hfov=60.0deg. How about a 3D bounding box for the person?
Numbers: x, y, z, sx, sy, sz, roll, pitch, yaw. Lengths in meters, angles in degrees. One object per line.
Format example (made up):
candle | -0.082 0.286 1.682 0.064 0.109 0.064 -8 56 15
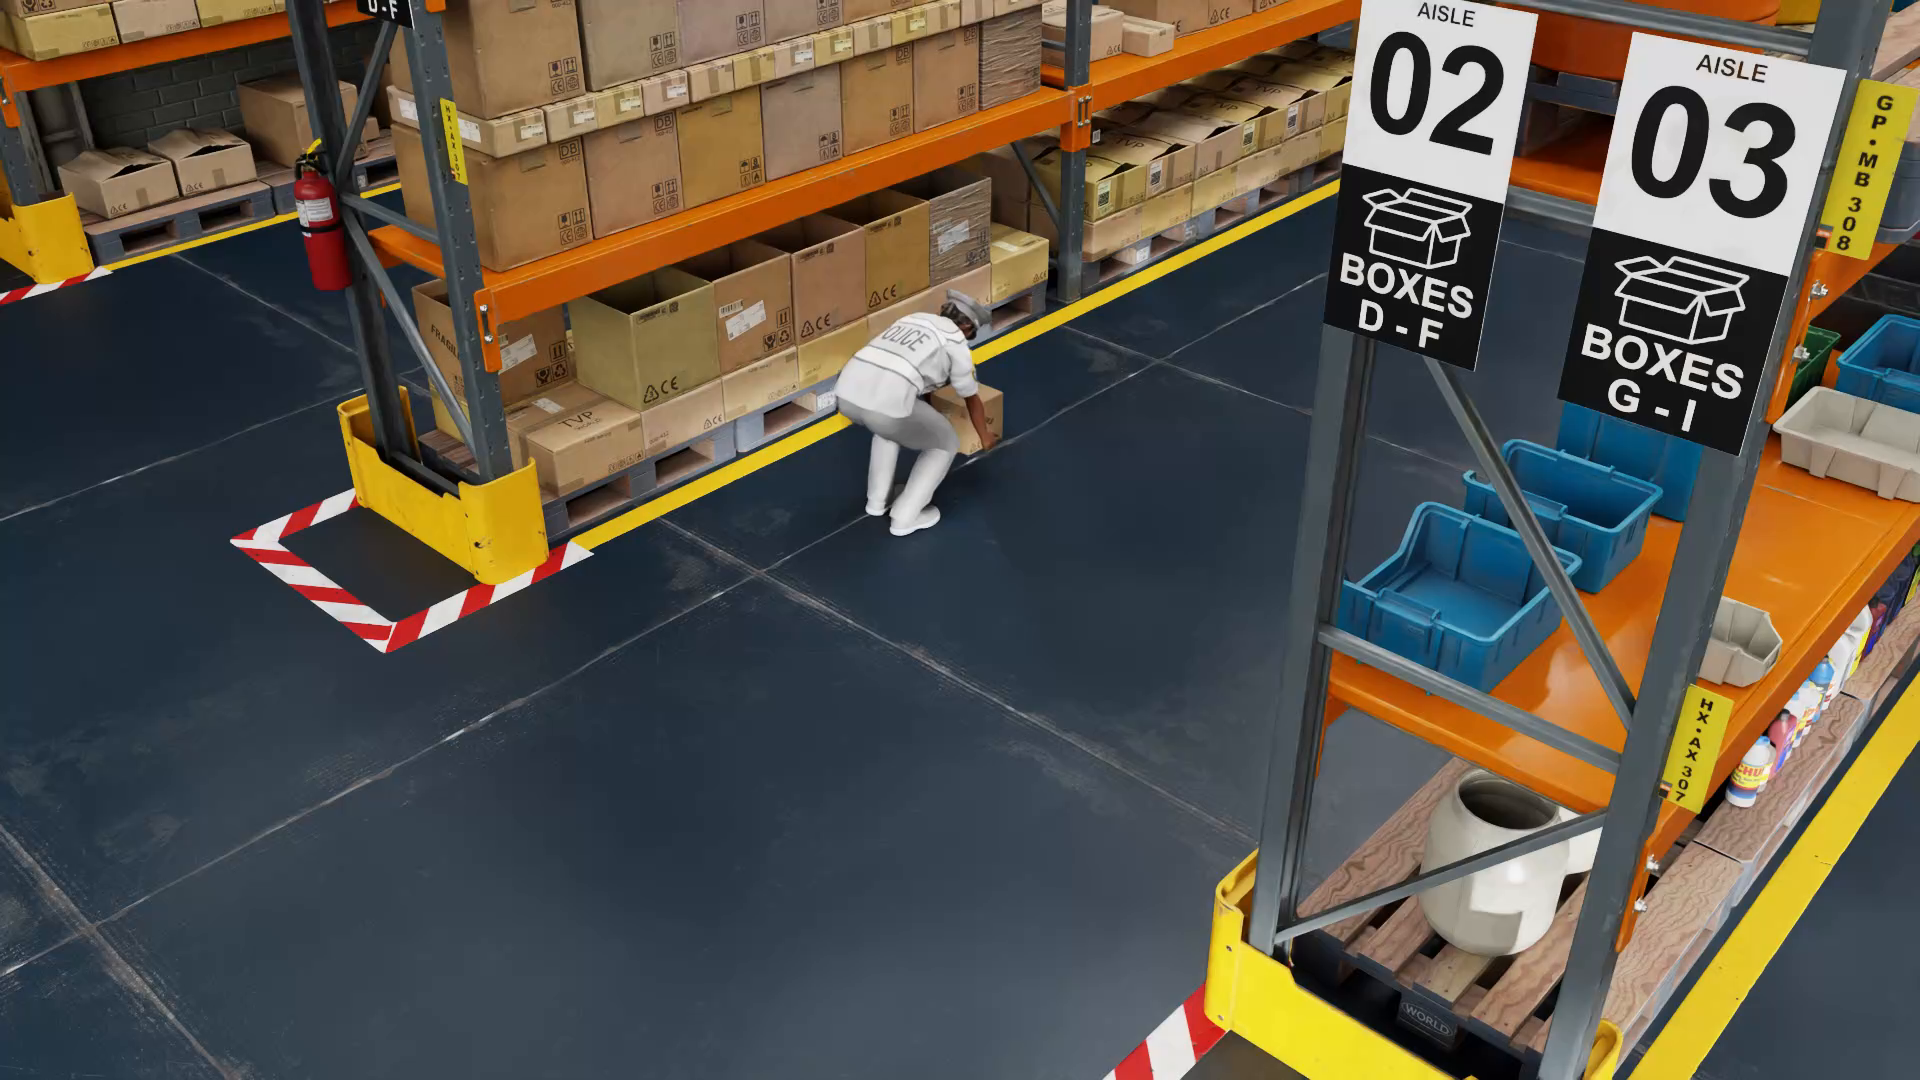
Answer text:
person | -0.184 -0.600 7.759 0.455 0.993 0.930 23 38 33
